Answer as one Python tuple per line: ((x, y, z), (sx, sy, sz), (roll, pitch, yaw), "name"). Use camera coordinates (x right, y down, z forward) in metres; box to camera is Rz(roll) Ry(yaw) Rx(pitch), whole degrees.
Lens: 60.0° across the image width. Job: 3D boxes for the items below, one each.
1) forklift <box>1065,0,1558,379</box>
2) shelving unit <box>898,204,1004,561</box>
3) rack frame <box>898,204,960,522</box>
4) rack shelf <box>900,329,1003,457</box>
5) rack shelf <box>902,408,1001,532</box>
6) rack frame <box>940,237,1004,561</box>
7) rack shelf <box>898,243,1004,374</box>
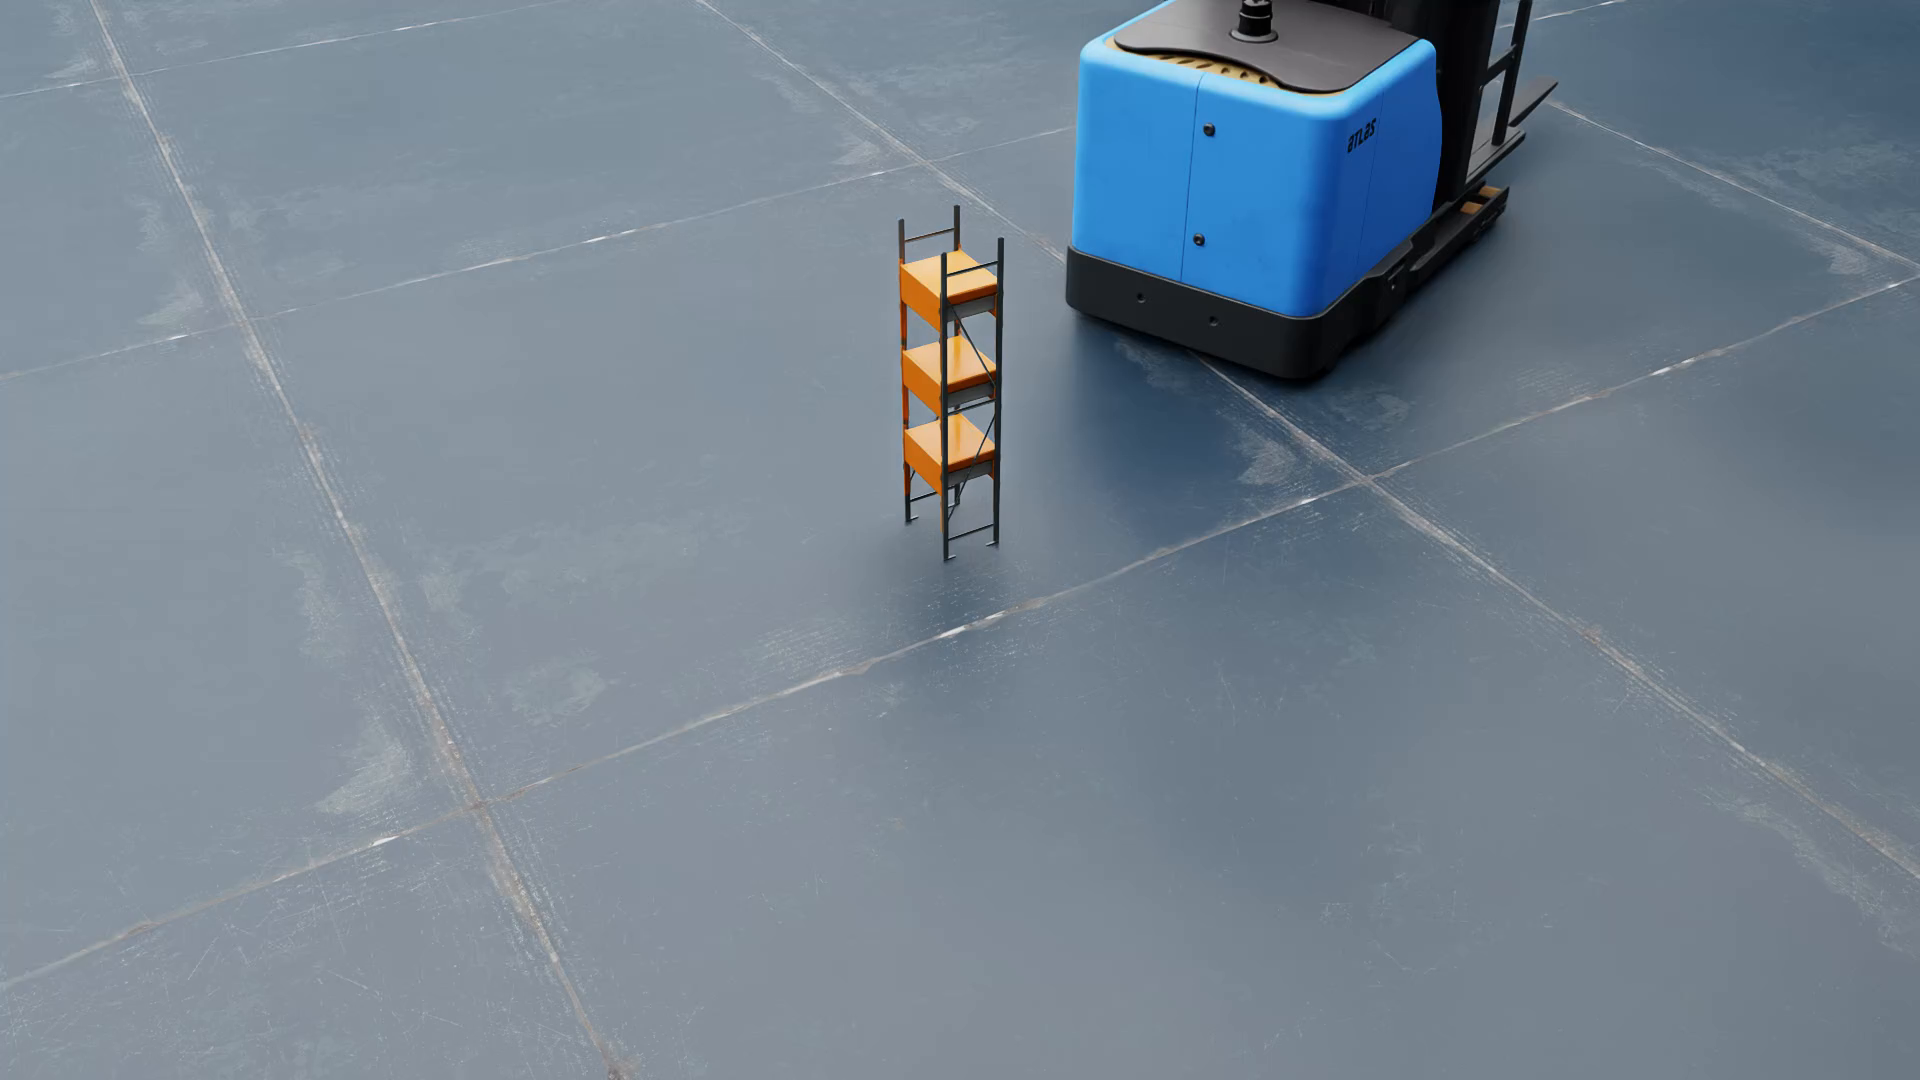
((1.673, -2.579, 6.296), (1.130, 2.935, 3.031), (23, 42, 28), "forklift")
((-0.027, -0.451, 4.978), (0.215, 1.050, 0.252), (-19, 40, -24), "shelving unit")
((-0.088, -0.513, 5.063), (0.200, 1.050, 0.008), (-19, 40, -24), "rack frame")
((-0.027, -0.443, 4.984), (0.215, 0.259, 0.240), (-19, 40, -24), "rack shelf")
((-0.027, -0.218, 5.148), (0.215, 0.259, 0.240), (-19, 40, -24), "rack shelf")
((0.034, -0.389, 4.893), (0.200, 1.050, 0.008), (-19, 40, -24), "rack frame")
((-0.027, -0.672, 4.817), (0.215, 0.259, 0.240), (-19, 40, -24), "rack shelf")
